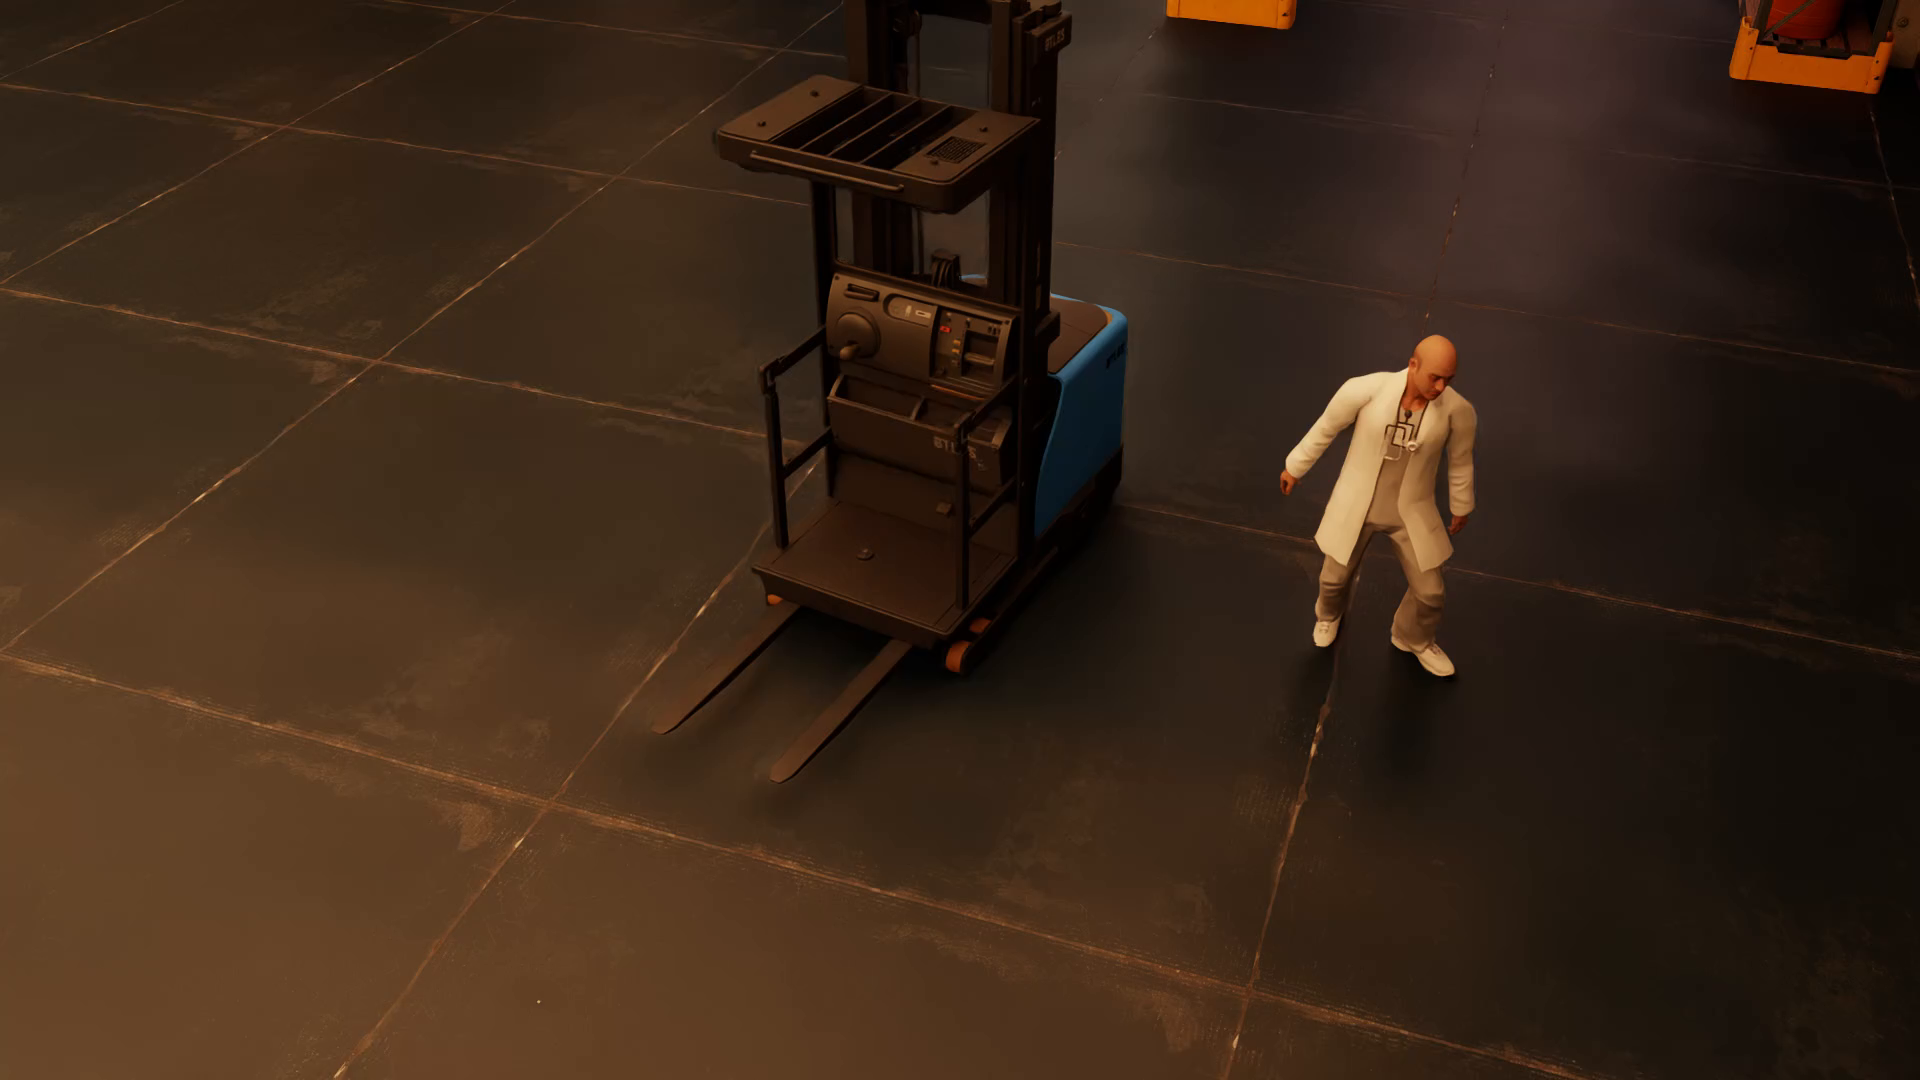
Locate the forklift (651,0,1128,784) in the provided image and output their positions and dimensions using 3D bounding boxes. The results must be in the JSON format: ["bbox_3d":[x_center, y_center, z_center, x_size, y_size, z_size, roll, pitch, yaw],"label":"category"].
[{"bbox_3d":[-0.293,-0.870,7.337,1.130,2.935,3.031,18,39,23],"label":"forklift"}]

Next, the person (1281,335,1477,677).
[{"bbox_3d":[1.893,-0.179,7.465,0.919,1.760,0.551,9,36,13],"label":"person"}]
